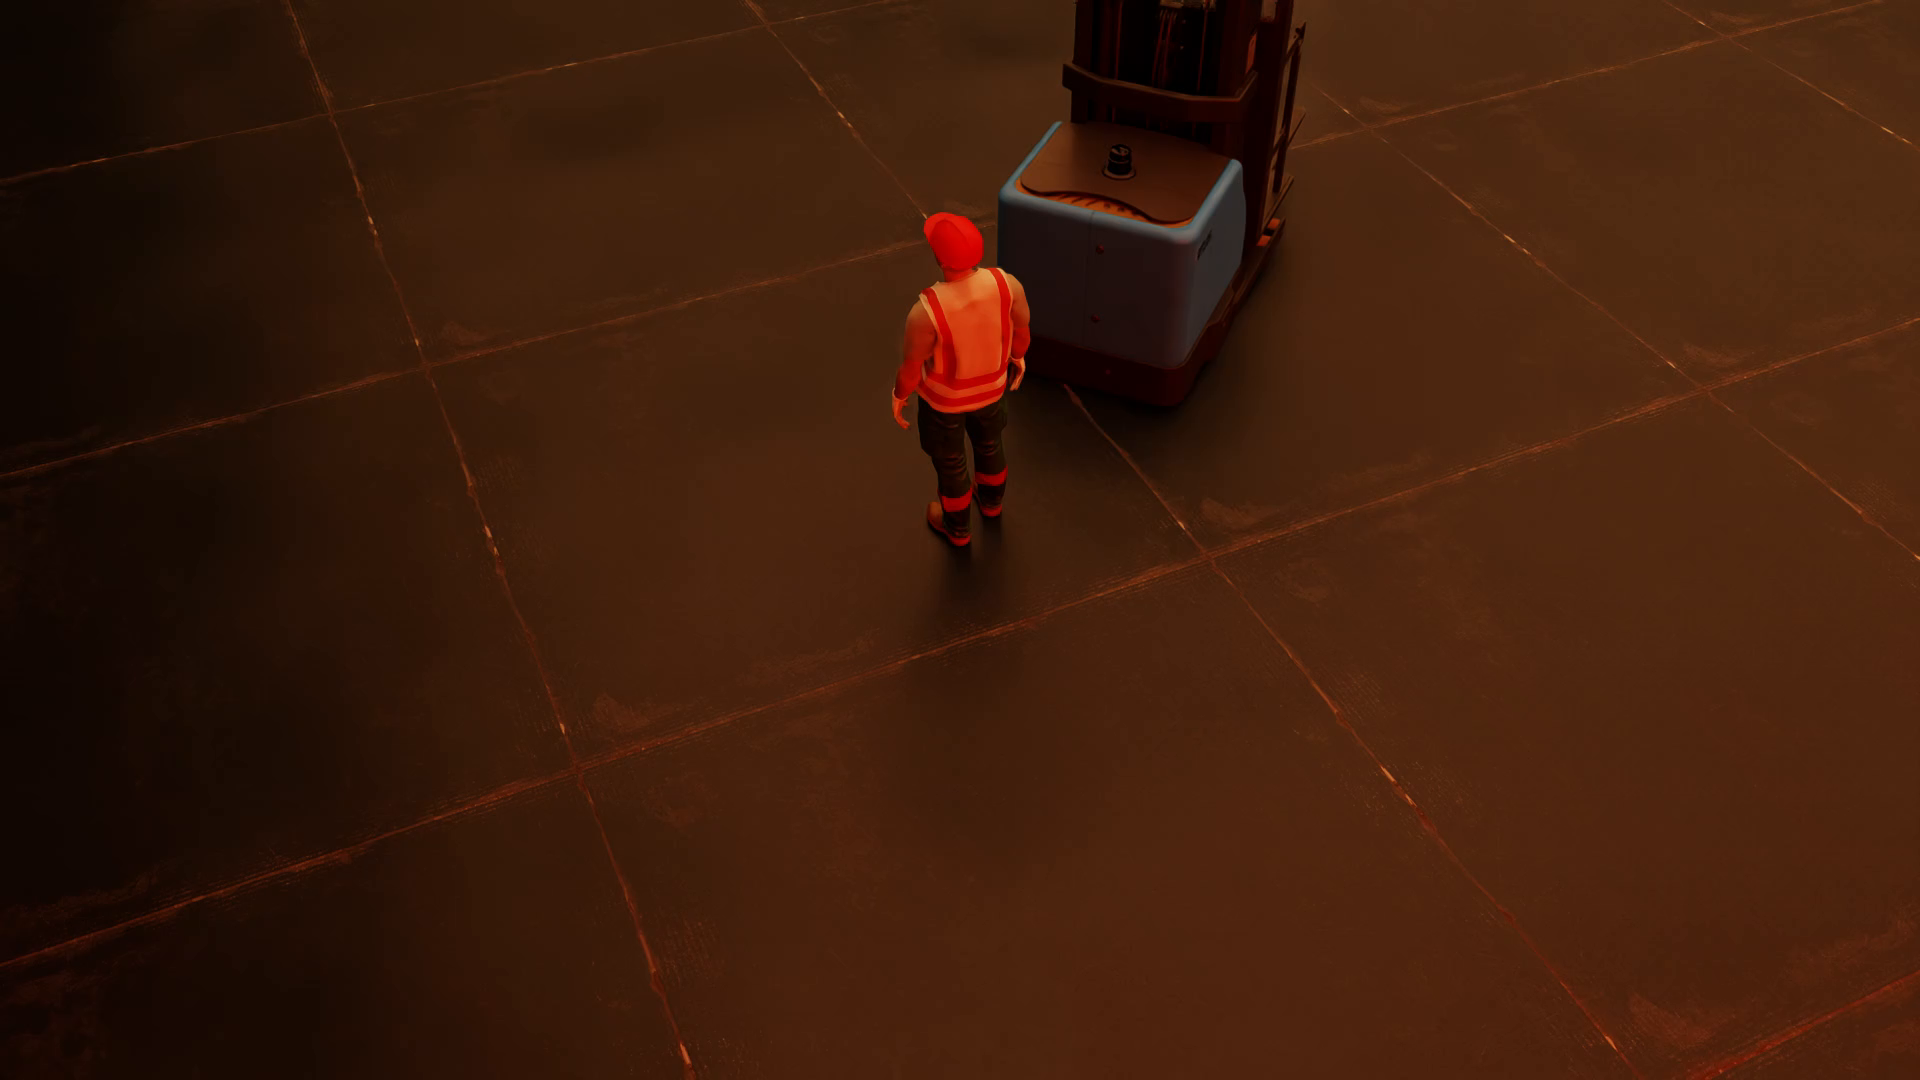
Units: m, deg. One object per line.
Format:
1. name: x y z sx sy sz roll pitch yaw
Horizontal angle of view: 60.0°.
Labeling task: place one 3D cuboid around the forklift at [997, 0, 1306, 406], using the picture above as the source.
1. forklift: 1.235 -2.762 8.640 1.130 2.935 3.031 17 46 17

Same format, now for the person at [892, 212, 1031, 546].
1. person: -0.023 -0.712 7.270 0.638 1.787 0.564 -18 46 -18
